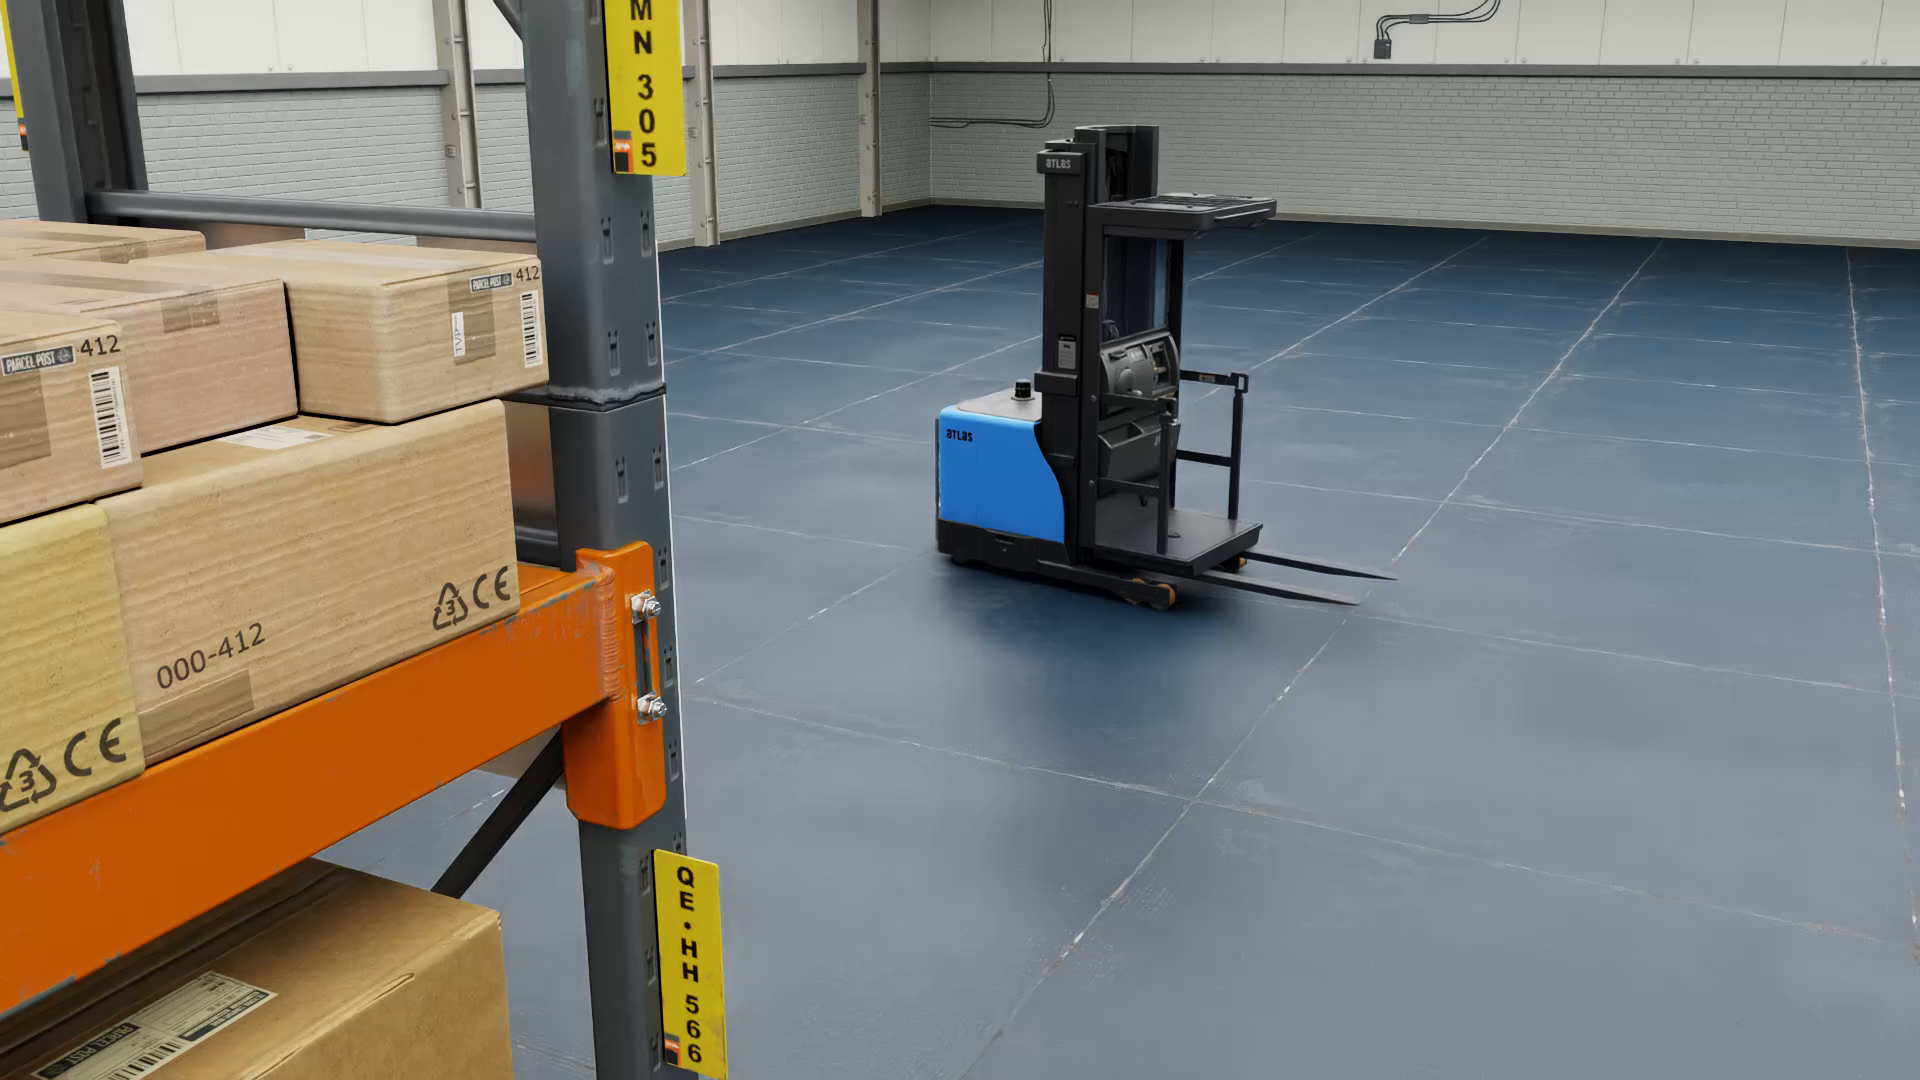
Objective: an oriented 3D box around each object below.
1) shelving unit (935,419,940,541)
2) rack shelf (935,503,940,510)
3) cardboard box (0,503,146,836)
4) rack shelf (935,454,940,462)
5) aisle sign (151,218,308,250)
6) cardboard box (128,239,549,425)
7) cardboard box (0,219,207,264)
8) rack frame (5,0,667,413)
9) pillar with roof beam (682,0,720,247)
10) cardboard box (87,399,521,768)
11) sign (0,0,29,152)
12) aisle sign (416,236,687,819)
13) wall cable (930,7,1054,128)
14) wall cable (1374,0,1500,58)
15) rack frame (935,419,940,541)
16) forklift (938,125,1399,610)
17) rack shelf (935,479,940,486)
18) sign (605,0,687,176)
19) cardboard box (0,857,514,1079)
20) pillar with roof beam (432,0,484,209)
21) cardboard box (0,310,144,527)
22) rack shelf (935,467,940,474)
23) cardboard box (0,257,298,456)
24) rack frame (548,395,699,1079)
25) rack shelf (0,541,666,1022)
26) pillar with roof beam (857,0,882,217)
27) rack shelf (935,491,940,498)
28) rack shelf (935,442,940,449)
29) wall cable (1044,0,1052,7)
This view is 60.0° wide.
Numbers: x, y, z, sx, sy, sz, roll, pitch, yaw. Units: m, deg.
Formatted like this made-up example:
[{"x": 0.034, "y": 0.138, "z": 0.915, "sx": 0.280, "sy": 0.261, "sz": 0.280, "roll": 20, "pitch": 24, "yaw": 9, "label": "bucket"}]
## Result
[{"x": -0.017, "y": -0.434, "z": 11.905, "sx": 0.258, "sy": 0.900, "sz": 0.210, "roll": 9, "pitch": 19, "yaw": 29, "label": "shelving unit"}, {"x": -0.017, "y": -0.229, "z": 11.966, "sx": 0.258, "sy": 0.077, "sz": 0.200, "roll": 9, "pitch": 19, "yaw": 29, "label": "rack shelf"}, {"x": -1.057, "y": 0.121, "z": 1.344, "sx": 0.500, "sy": 0.250, "sz": 0.500, "roll": 8, "pitch": 18, "yaw": 26, "label": "cardboard box"}, {"x": -0.017, "y": -0.575, "z": 11.863, "sx": 0.258, "sy": 0.077, "sz": 0.200, "roll": 9, "pitch": 19, "yaw": 29, "label": "rack shelf"}, {"x": -1.089, "y": -0.096, "z": 2.513, "sx": 0.394, "sy": 0.787, "sz": 0.004, "roll": 8, "pitch": 18, "yaw": 25, "label": "aisle sign"}, {"x": -0.694, "y": -0.242, "z": 1.867, "sx": 0.380, "sy": 0.149, "sz": 0.250, "roll": 8, "pitch": 18, "yaw": 25, "label": "cardboard box"}, {"x": -1.179, "y": -0.312, "z": 2.102, "sx": 0.380, "sy": 0.149, "sz": 0.250, "roll": 8, "pitch": 18, "yaw": 25, "label": "cardboard box"}, {"x": -0.849, "y": -1.671, "z": 1.847, "sx": 1.000, "sy": 3.000, "sz": 0.127, "roll": 8, "pitch": 18, "yaw": 25, "label": "rack frame"}, {"x": -0.699, "y": -9.066, "z": 26.742, "sx": 9.100, "sy": 9.000, "sz": 0.400, "roll": 8, "pitch": 18, "yaw": 25, "label": "pillar with roof beam"}, {"x": -0.837, "y": -0.007, "z": 1.773, "sx": 0.500, "sy": 0.250, "sz": 0.500, "roll": 9, "pitch": 19, "yaw": 27, "label": "cardboard box"}, {"x": -1.334, "y": -0.722, "z": 2.382, "sx": 0.100, "sy": 0.325, "sz": 0.005, "roll": 8, "pitch": 18, "yaw": 25, "label": "sign"}, {"x": -0.553, "y": -0.019, "z": 2.256, "sx": 0.394, "sy": 0.787, "sz": 0.004, "roll": 8, "pitch": 18, "yaw": 25, "label": "aisle sign"}, {"x": 0.631, "y": -10.235, "z": 36.133, "sx": 3.097, "sy": 2.526, "sz": 0.112, "roll": 8, "pitch": 18, "yaw": 25, "label": "wall cable"}, {"x": 9.116, "y": -12.142, "z": 31.127, "sx": 2.305, "sy": 6.003, "sz": 0.169, "roll": 8, "pitch": 18, "yaw": 25, "label": "wall cable"}, {"x": -0.068, "y": -0.409, "z": 11.821, "sx": 0.240, "sy": 0.900, "sz": 0.006, "roll": 9, "pitch": 19, "yaw": 29, "label": "rack frame"}, {"x": 1.341, "y": -1.133, "z": 10.690, "sx": 3.031, "sy": 2.935, "sz": 1.130, "roll": 11, "pitch": 20, "yaw": 34, "label": "forklift"}, {"x": -0.017, "y": -0.402, "z": 11.915, "sx": 0.258, "sy": 0.077, "sz": 0.200, "roll": 9, "pitch": 19, "yaw": 29, "label": "rack shelf"}, {"x": -0.361, "y": -0.582, "z": 1.893, "sx": 0.100, "sy": 0.325, "sz": 0.005, "roll": 8, "pitch": 18, "yaw": 25, "label": "sign"}, {"x": -0.873, "y": 0.706, "z": 1.925, "sx": 0.500, "sy": 0.500, "sz": 0.500, "roll": 8, "pitch": 18, "yaw": 25, "label": "cardboard box"}, {"x": -3.380, "y": -7.537, "z": 21.596, "sx": 9.100, "sy": 9.000, "sz": 0.400, "roll": 8, "pitch": 18, "yaw": 25, "label": "pillar with roof beam"}, {"x": -0.939, "y": -0.107, "z": 1.412, "sx": 0.380, "sy": 0.149, "sz": 0.250, "roll": 7, "pitch": 18, "yaw": 23, "label": "cardboard box"}, {"x": -0.017, "y": -0.488, "z": 11.889, "sx": 0.258, "sy": 0.077, "sz": 0.200, "roll": 9, "pitch": 19, "yaw": 29, "label": "rack shelf"}, {"x": -0.915, "y": -0.191, "z": 1.694, "sx": 0.380, "sy": 0.149, "sz": 0.250, "roll": 7, "pitch": 18, "yaw": 24, "label": "cardboard box"}, {"x": -0.849, "y": 1.204, "z": 2.701, "sx": 1.000, "sy": 3.000, "sz": 0.127, "roll": 8, "pitch": 18, "yaw": 25, "label": "rack frame"}, {"x": -1.742, "y": 0.621, "z": 0.661, "sx": 1.077, "sy": 0.370, "sz": 4.000, "roll": 8, "pitch": 18, "yaw": 25, "label": "rack shelf"}, {"x": 1.982, "y": -10.594, "z": 31.887, "sx": 9.100, "sy": 9.000, "sz": 0.400, "roll": 8, "pitch": 18, "yaw": 25, "label": "pillar with roof beam"}, {"x": -0.017, "y": -0.316, "z": 11.940, "sx": 0.258, "sy": 0.077, "sz": 0.200, "roll": 9, "pitch": 19, "yaw": 29, "label": "rack shelf"}, {"x": -0.017, "y": -0.661, "z": 11.838, "sx": 0.258, "sy": 0.077, "sz": 0.200, "roll": 9, "pitch": 19, "yaw": 29, "label": "rack shelf"}, {"x": 3.051, "y": -12.312, "z": 34.256, "sx": 3.097, "sy": 2.526, "sz": 0.112, "roll": 8, "pitch": 18, "yaw": 25, "label": "wall cable"}]
